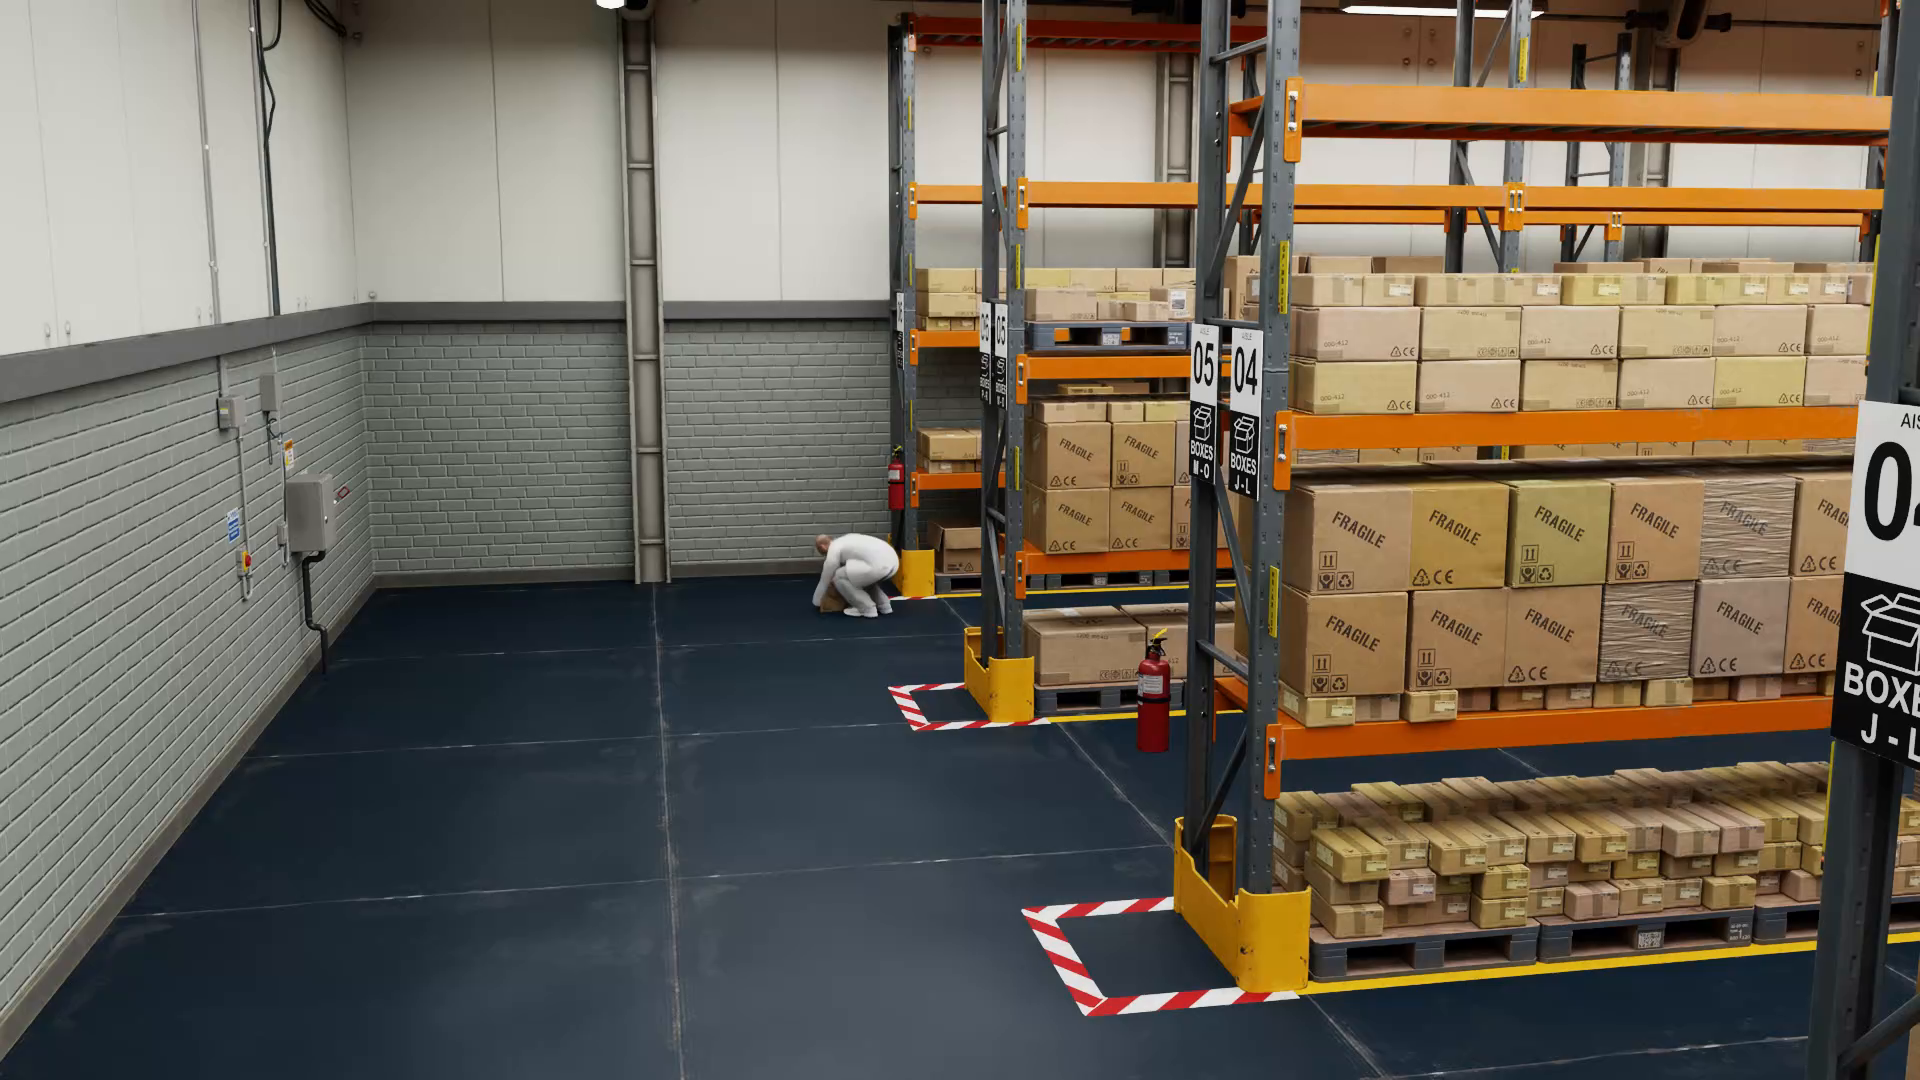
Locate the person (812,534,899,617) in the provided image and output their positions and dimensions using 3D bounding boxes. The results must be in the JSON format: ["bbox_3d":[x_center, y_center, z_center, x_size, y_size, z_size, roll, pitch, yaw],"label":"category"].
[{"bbox_3d":[-1.063,0.360,16.858,0.958,0.803,0.577,6,11,31],"label":"person"}]
